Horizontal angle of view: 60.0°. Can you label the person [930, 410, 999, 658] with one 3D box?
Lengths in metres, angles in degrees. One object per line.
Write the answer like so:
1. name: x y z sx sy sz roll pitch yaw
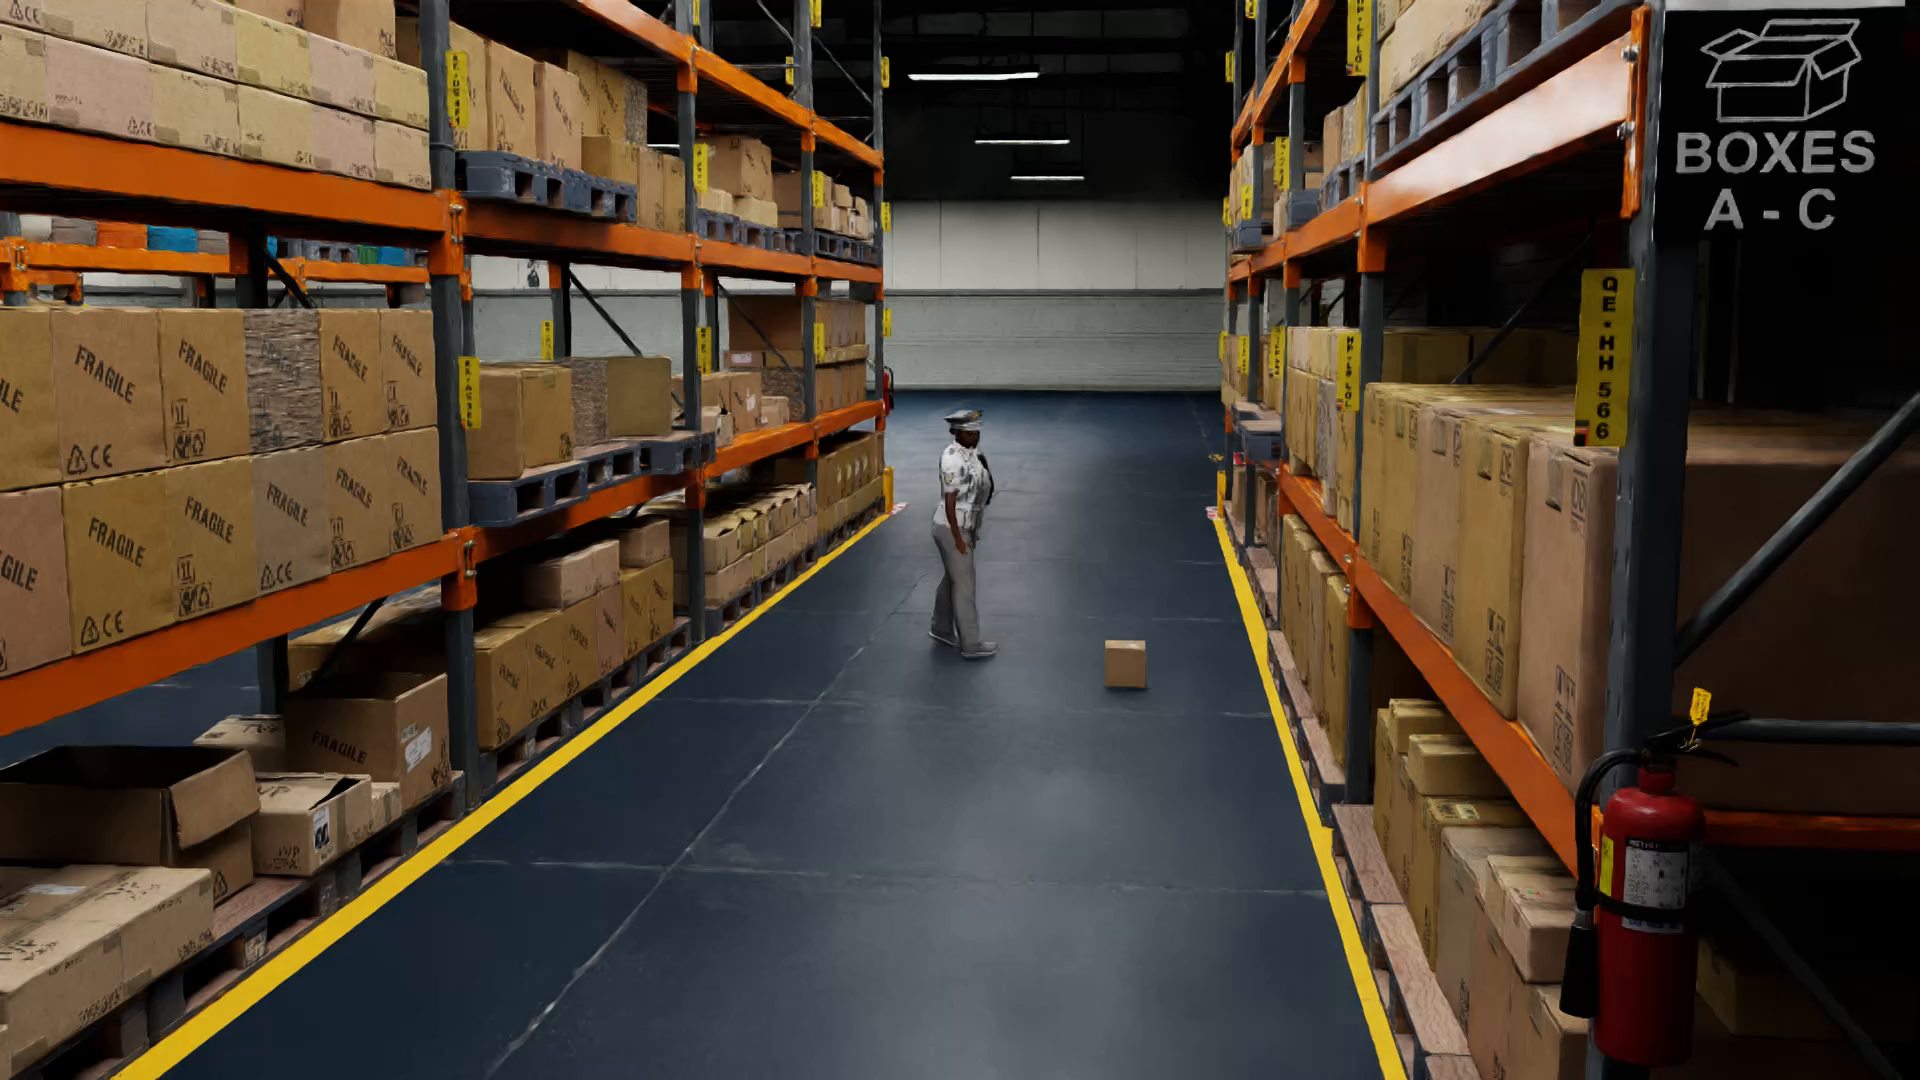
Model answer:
1. person: 0.005 -0.056 11.261 0.578 1.666 0.572 2 8 17
